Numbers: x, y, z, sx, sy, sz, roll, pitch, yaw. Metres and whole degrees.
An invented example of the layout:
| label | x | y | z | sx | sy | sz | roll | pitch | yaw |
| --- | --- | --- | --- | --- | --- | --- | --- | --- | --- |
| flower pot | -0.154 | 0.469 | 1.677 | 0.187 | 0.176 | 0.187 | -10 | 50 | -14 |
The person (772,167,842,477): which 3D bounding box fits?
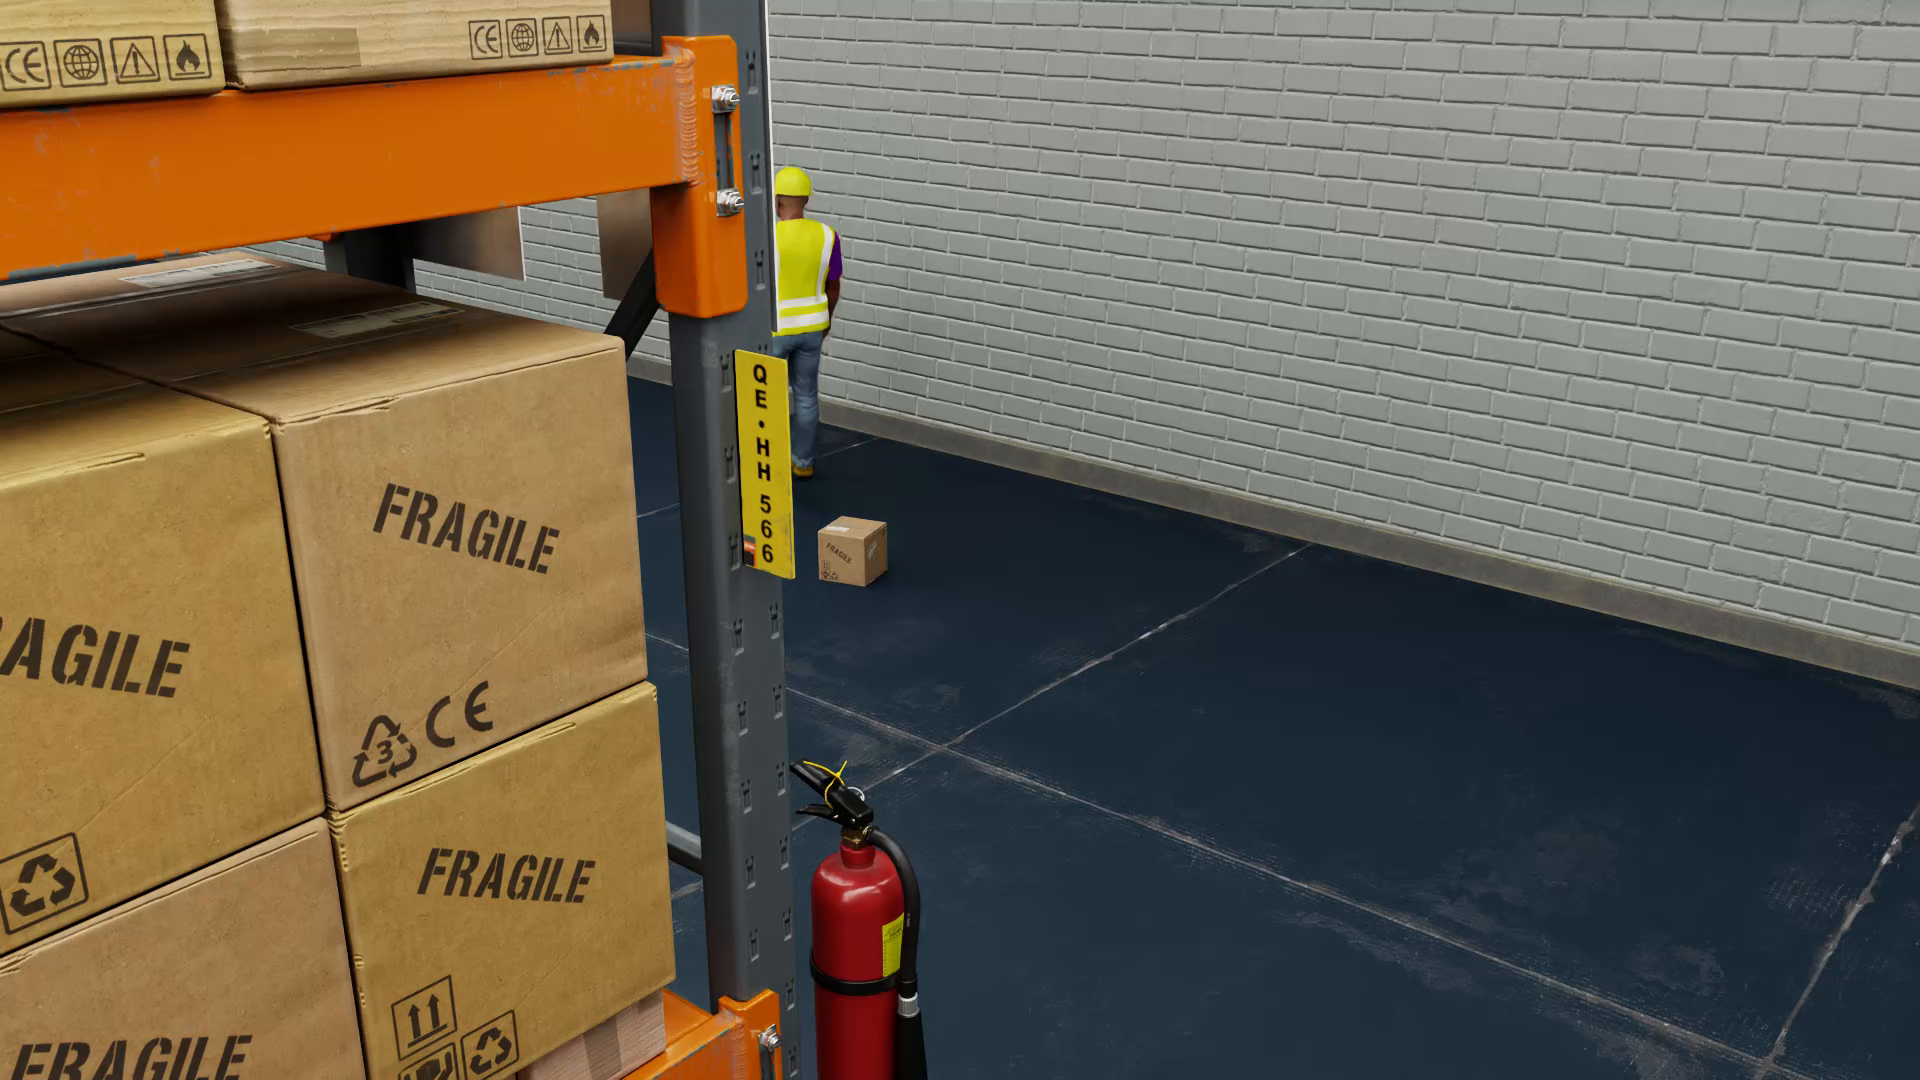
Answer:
| label | x | y | z | sx | sy | sz | roll | pitch | yaw |
| --- | --- | --- | --- | --- | --- | --- | --- | --- | --- |
| person | -0.961 | -1.186 | 9.240 | 0.592 | 1.767 | 0.544 | -10 | 22 | -25 |
